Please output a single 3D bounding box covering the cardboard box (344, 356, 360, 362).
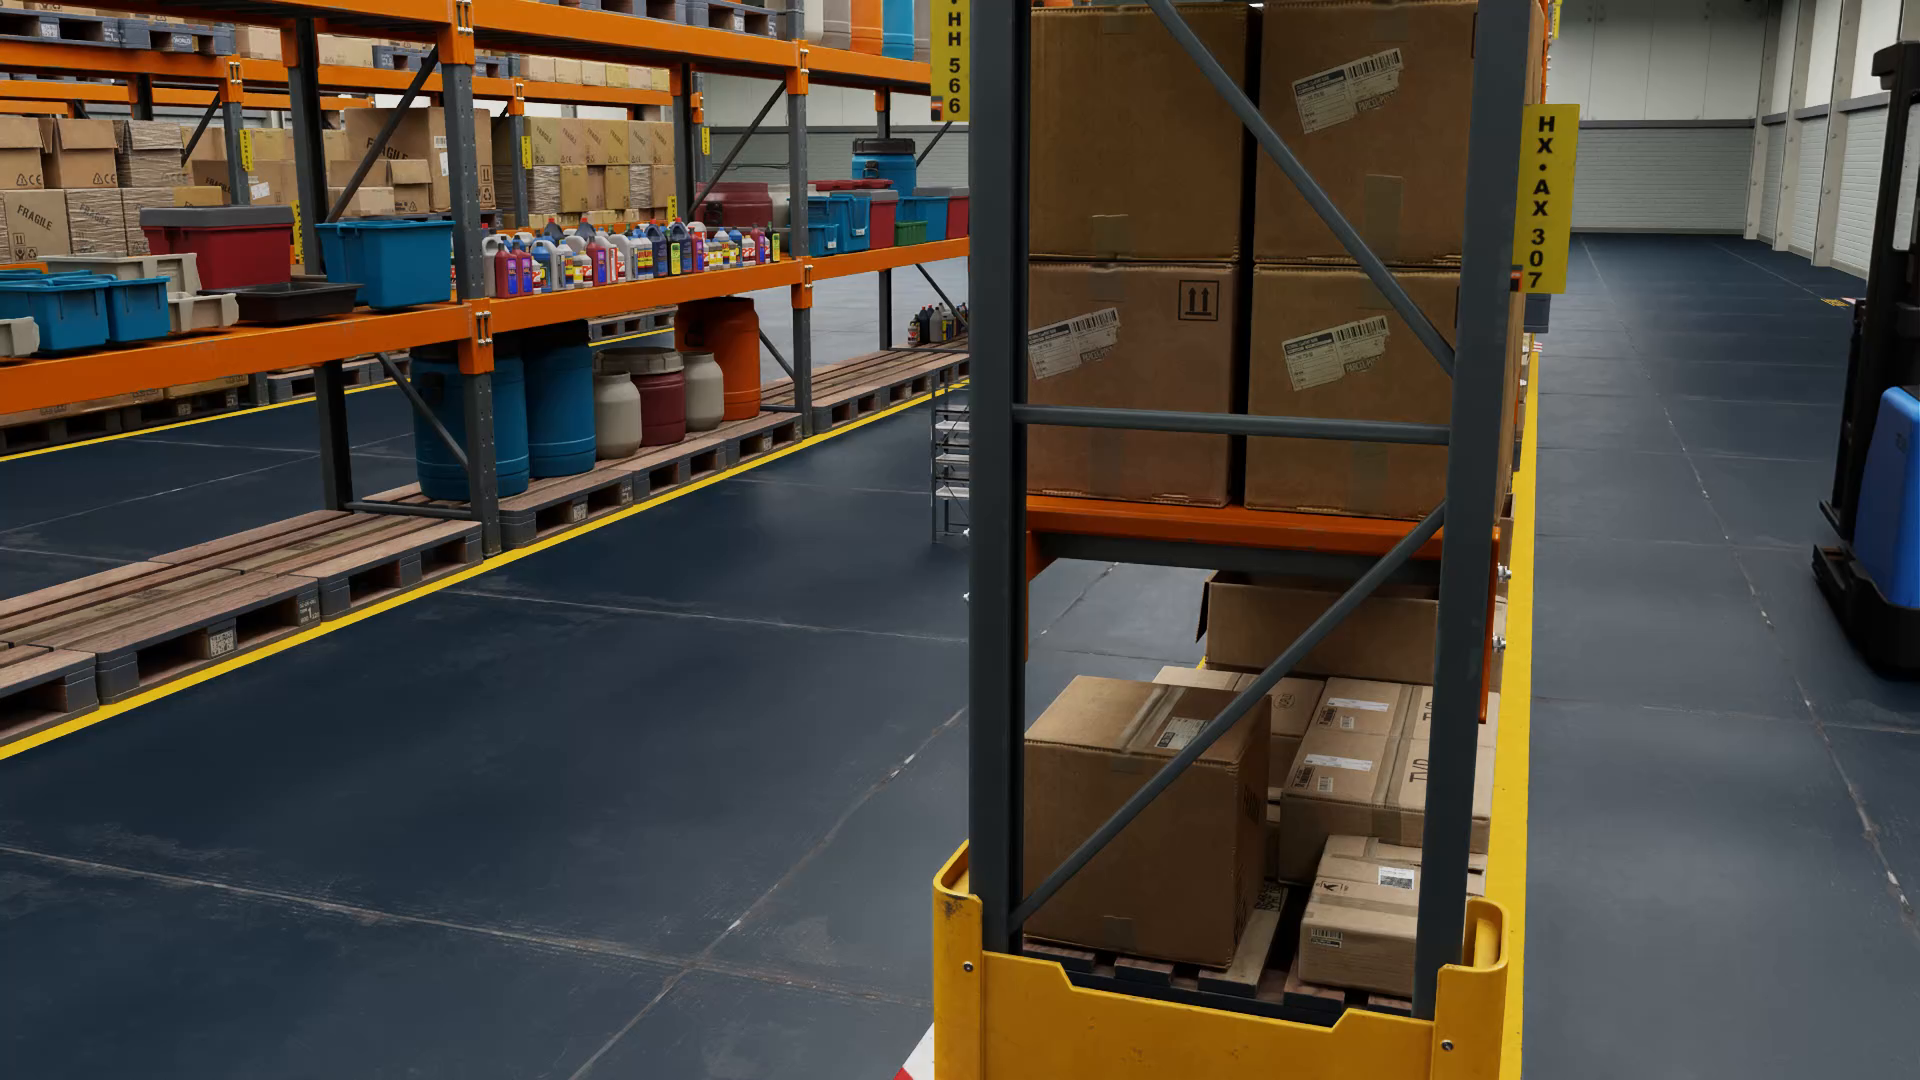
[{"bbox_3d":[-5.909,-1.869,15.066,0.700,0.500,0.500,3,13,14],"label":"cardboard box"}]

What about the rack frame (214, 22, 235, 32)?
[{"bbox_3d":[-6.274,-5.538,13.029,1.000,3.000,0.127,4,14,18],"label":"rack frame"}]

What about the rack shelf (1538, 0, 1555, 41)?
[{"bbox_3d":[1.157,-1.748,4.780,1.077,0.370,4.000,4,14,18],"label":"rack shelf"}]

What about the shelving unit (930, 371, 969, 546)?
[{"bbox_3d":[-0.003,-0.437,8.880,0.258,0.900,0.210,4,14,18],"label":"shelving unit"}]

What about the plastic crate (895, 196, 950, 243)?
[{"bbox_3d":[-0.356,-2.837,14.710,0.392,0.384,0.575,4,14,18],"label":"plastic crate"}]

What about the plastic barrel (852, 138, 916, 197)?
[{"bbox_3d":[-0.705,-3.284,15.508,0.600,0.901,0.708,4,14,18],"label":"plastic barrel"}]

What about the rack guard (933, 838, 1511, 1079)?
[{"bbox_3d":[0.534,0.988,3.537,1.175,0.500,0.348,4,14,18],"label":"rack guard"}]

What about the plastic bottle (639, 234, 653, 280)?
[{"bbox_3d":[-1.902,-1.709,10.022,0.097,0.271,0.097,0,13,0],"label":"plastic bottle"}]

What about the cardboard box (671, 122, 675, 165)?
[{"bbox_3d":[-3.630,-4.845,20.336,0.500,0.500,0.500,4,14,18],"label":"cardboard box"}]

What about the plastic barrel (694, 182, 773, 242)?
[{"bbox_3d":[-1.724,-2.443,12.643,0.600,0.536,0.708,4,14,18],"label":"plastic barrel"}]

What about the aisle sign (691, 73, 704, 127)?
[{"bbox_3d":[-3.382,-5.557,20.750,0.394,0.787,0.004,4,14,18],"label":"aisle sign"}]

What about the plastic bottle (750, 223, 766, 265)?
[{"bbox_3d":[-1.390,-2.035,11.427,0.061,0.283,0.133,4,14,18],"label":"plastic bottle"}]

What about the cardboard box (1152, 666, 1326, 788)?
[{"bbox_3d":[0.788,0.581,4.892,0.500,0.250,0.500,4,14,18],"label":"cardboard box"}]

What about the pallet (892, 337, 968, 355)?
[{"bbox_3d":[-0.037,-1.878,16.741,1.003,0.211,1.213,4,14,18],"label":"pallet"}]

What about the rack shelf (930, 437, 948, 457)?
[{"bbox_3d":[-0.003,-0.492,8.868,0.258,0.077,0.200,4,14,18],"label":"rack shelf"}]

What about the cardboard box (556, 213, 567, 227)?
[{"bbox_3d":[-4.478,-3.463,17.984,0.380,0.149,0.250,4,14,18],"label":"cardboard box"}]

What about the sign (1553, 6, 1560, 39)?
[{"bbox_3d":[6.195,-5.397,17.341,0.100,0.325,0.005,4,14,18],"label":"sign"}]

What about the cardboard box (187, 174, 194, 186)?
[{"bbox_3d":[-9.376,-4.103,19.887,0.875,0.550,0.550,4,14,18],"label":"cardboard box"}]

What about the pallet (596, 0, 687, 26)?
[{"bbox_3d":[-2.357,-3.196,9.933,1.003,0.211,1.213,4,14,18],"label":"pallet"}]

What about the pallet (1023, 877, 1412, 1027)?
[{"bbox_3d":[5.119,-7.038,26.340,7.867,5.999,48.037,4,14,18],"label":"pallet"}]

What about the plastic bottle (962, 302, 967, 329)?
[{"bbox_3d":[0.029,-2.426,17.990,0.061,0.283,0.133,5,14,19],"label":"plastic bottle"}]

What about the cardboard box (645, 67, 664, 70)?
[{"bbox_3d":[-3.719,-5.634,19.632,0.380,0.149,0.250,4,14,19],"label":"cardboard box"}]

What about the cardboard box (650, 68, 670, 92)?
[{"bbox_3d":[-3.760,-5.462,19.773,0.500,0.250,0.500,4,14,19],"label":"cardboard box"}]

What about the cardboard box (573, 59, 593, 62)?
[{"bbox_3d":[-4.247,-5.307,18.197,0.380,0.149,0.250,4,13,17],"label":"cardboard box"}]

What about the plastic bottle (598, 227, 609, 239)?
[{"bbox_3d":[-2.365,-1.930,10.990,0.097,0.271,0.097,0,13,0],"label":"plastic bottle"}]

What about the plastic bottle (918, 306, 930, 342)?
[{"bbox_3d":[-0.358,-2.178,16.755,0.144,0.351,0.185,4,13,17],"label":"plastic bottle"}]

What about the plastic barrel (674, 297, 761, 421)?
[{"bbox_3d":[-1.730,-1.299,11.873,0.600,0.830,0.708,4,14,18],"label":"plastic barrel"}]

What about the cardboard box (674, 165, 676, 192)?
[{"bbox_3d":[-3.890,-4.378,20.534,0.875,0.500,0.500,4,14,18],"label":"cardboard box"}]

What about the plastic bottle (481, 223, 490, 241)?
[{"bbox_3d":[-2.698,-1.636,9.526,0.144,0.351,0.185,4,14,18],"label":"plastic bottle"}]

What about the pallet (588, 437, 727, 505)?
[{"bbox_3d":[-2.200,-0.472,10.583,1.003,0.211,1.213,4,14,18],"label":"pallet"}]

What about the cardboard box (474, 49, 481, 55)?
[{"bbox_3d":[-5.226,-5.081,16.592,0.797,0.503,0.637,4,13,16],"label":"cardboard box"}]

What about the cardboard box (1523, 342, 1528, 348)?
[{"bbox_3d":[3.707,-1.237,11.643,0.500,0.311,0.500,4,13,17],"label":"cardboard box"}]

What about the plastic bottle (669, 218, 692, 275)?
[{"bbox_3d":[-1.776,-1.846,10.444,0.144,0.351,0.185,4,14,18],"label":"plastic bottle"}]

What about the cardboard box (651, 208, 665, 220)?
[{"bbox_3d":[-3.792,-3.940,20.074,0.380,0.149,0.250,4,14,18],"label":"cardboard box"}]

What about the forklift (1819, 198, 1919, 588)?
[{"bbox_3d":[6.012,-1.292,8.063,3.258,2.935,5.269,5,14,20],"label":"forklift"}]

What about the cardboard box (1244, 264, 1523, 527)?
[{"bbox_3d":[2.724,-1.738,9.304,0.897,0.649,12.982,4,14,18],"label":"cardboard box"}]

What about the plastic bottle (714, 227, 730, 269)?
[{"bbox_3d":[-1.570,-1.925,10.968,0.097,0.271,0.097,0,13,0],"label":"plastic bottle"}]

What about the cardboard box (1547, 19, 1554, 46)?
[{"bbox_3d":[5.383,-4.897,15.904,0.500,0.311,0.500,6,14,25],"label":"cardboard box"}]

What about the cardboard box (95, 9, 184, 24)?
[{"bbox_3d":[-6.404,-4.197,12.719,0.797,0.503,0.637,5,14,22],"label":"cardboard box"}]

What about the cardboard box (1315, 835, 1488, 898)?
[{"bbox_3d":[1.051,0.836,3.963,0.380,0.166,0.250,4,14,18],"label":"cardboard box"}]

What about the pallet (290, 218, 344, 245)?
[{"bbox_3d":[-6.145,-2.678,14.409,1.213,0.211,1.003,4,14,18],"label":"pallet"}]

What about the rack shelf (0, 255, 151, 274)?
[{"bbox_3d":[-6.921,-1.842,11.932,1.077,0.370,4.000,4,14,18],"label":"rack shelf"}]

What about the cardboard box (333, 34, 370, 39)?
[{"bbox_3d":[-5.555,-4.662,14.582,0.500,0.500,0.500,4,13,17],"label":"cardboard box"}]

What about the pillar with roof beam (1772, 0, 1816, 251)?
[{"bbox_3d":[14.659,-11.306,38.301,9.100,9.000,0.400,4,14,18],"label":"pillar with roof beam"}]

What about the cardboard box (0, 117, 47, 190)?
[{"bbox_3d":[-6.950,-2.720,11.684,0.797,0.503,0.637,5,14,20],"label":"cardboard box"}]

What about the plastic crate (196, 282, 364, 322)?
[{"bbox_3d":[-2.990,-1.055,7.351,0.437,0.125,0.590,4,14,18],"label":"plastic crate"}]

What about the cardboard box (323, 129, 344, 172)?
[{"bbox_3d":[-8.594,-5.078,21.731,0.875,0.550,0.550,4,14,18],"label":"cardboard box"}]

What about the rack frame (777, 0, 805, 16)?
[{"bbox_3d":[-1.588,-5.182,11.467,1.000,3.000,0.127,4,14,18],"label":"rack frame"}]

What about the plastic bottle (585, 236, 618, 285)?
[{"bbox_3d":[-2.072,-1.619,9.619,0.152,0.276,0.135,4,14,18],"label":"plastic bottle"}]

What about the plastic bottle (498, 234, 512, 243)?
[{"bbox_3d":[-2.735,-1.672,9.850,0.152,0.276,0.135,4,14,18],"label":"plastic bottle"}]

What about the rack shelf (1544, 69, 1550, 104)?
[{"bbox_3d":[5.039,-4.274,15.850,1.077,0.370,4.000,4,14,18],"label":"rack shelf"}]

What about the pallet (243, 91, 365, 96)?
[{"bbox_3d":[-8.577,-5.938,21.723,1.003,0.211,1.213,4,14,18],"label":"pallet"}]

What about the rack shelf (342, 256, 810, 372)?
[{"bbox_3d":[-2.235,-1.485,10.370,1.077,0.370,4.000,4,14,18],"label":"rack shelf"}]
